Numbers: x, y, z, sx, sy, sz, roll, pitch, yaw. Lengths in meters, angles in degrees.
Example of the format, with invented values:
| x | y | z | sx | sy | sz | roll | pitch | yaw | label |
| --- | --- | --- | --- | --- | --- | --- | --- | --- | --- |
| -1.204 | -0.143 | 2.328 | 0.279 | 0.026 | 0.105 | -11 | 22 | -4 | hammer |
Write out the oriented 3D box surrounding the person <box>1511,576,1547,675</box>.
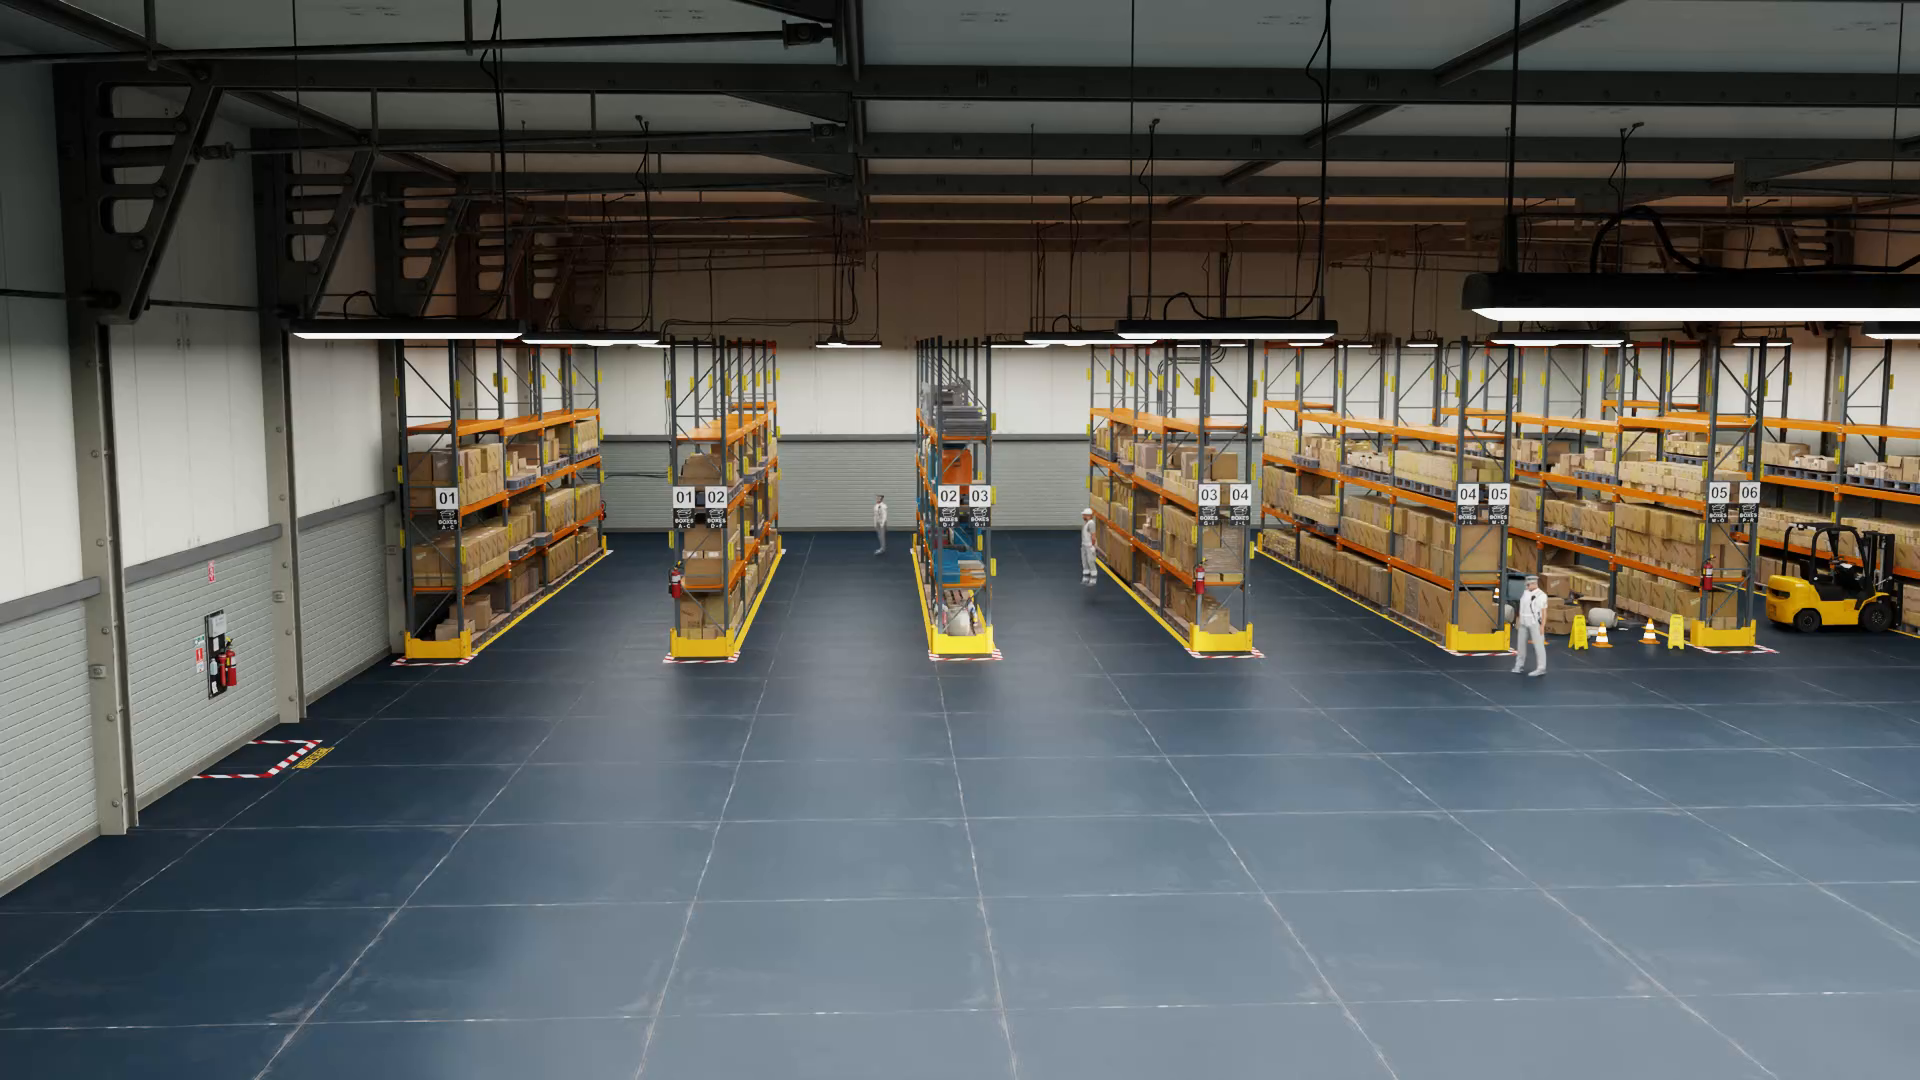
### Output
| x | y | z | sx | sy | sz | roll | pitch | yaw | label |
| --- | --- | --- | --- | --- | --- | --- | --- | --- | --- |
| 10.116 | 1.512 | 29.543 | 0.478 | 1.726 | 0.595 | -5 | 8 | -35 | person |

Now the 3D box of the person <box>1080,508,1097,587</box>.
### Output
| x | y | z | sx | sy | sz | roll | pitch | yaw | label |
| --- | --- | --- | --- | --- | --- | --- | --- | --- | --- |
| 2.972 | 0.165 | 38.478 | 0.364 | 1.795 | 0.580 | -3 | 7 | -27 | person |

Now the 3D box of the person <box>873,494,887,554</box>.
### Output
| x | y | z | sx | sy | sz | roll | pitch | yaw | label |
| --- | --- | --- | --- | --- | --- | --- | --- | --- | --- |
| -2.277 | -0.463 | 47.119 | 0.386 | 1.683 | 0.503 | -6 | 9 | -40 | person |
